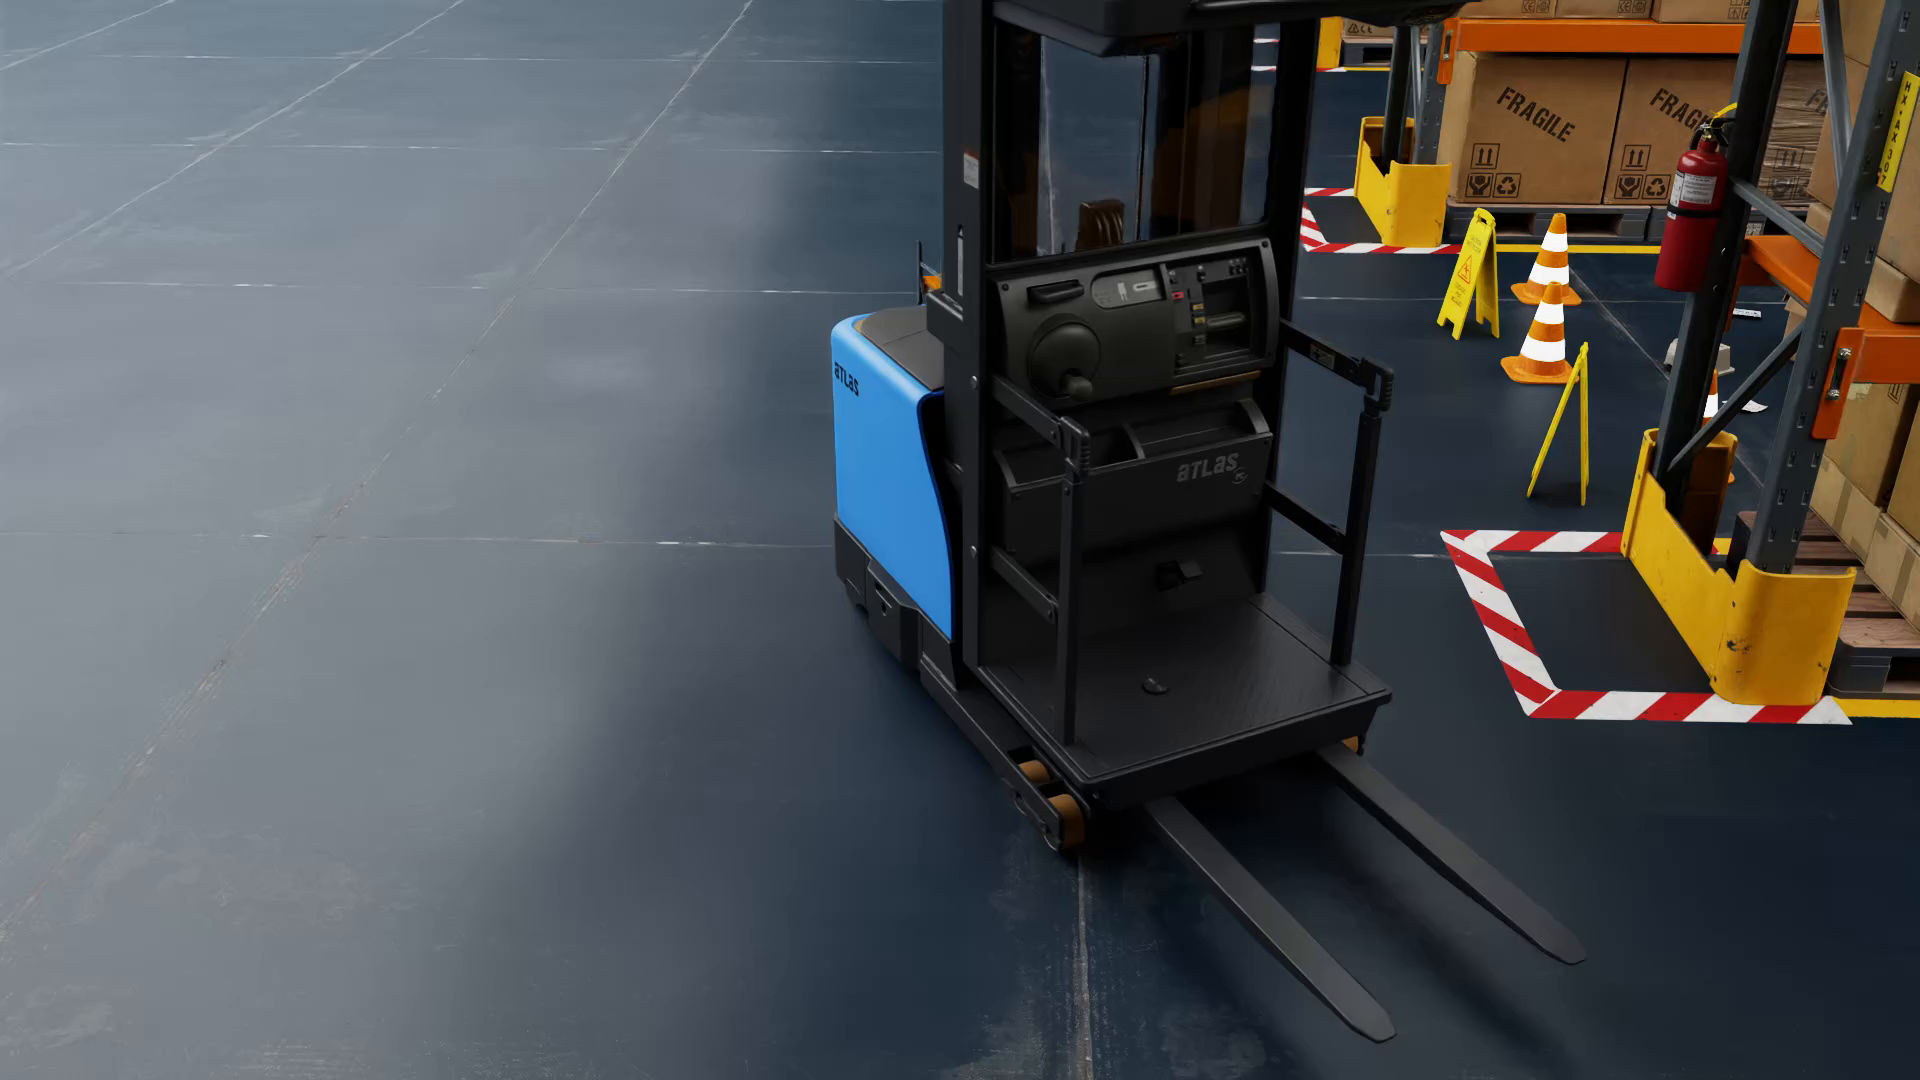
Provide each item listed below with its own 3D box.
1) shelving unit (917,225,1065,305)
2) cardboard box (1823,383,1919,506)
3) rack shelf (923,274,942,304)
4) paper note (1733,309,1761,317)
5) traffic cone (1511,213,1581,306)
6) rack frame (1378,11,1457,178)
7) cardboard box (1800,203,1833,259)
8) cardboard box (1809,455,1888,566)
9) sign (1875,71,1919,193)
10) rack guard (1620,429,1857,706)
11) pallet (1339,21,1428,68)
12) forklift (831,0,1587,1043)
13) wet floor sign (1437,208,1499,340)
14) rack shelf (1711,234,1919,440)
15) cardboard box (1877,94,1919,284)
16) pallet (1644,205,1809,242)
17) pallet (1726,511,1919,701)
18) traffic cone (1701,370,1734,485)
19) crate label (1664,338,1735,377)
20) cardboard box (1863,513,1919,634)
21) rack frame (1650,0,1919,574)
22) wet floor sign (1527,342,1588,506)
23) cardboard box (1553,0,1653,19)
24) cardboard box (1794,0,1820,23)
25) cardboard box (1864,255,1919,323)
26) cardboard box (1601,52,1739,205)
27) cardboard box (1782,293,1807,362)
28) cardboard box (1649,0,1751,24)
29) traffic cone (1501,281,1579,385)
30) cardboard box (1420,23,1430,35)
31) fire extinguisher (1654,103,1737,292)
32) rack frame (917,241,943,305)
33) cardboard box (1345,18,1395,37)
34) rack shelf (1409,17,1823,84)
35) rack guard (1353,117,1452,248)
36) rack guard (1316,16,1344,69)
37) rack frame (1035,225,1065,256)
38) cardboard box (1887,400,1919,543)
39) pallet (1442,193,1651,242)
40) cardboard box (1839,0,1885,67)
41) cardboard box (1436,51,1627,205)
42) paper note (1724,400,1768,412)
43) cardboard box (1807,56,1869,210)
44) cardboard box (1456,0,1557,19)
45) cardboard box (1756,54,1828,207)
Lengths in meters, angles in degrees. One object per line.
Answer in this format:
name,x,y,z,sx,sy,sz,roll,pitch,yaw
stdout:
shelving unit,0.115,-0.593,6.525,0.503,1.200,0.258,-13,30,-23
cardboard box,3.514,-0.451,6.022,0.500,0.500,0.500,1,28,2
rack shelf,0.115,-0.940,6.341,0.480,0.148,0.258,-13,30,-23
paper note,4.244,-1.226,8.970,0.142,0.017,0.144,11,30,19
traffic cone,3.259,-1.564,9.145,0.334,0.463,0.336,1,28,2
rack frame,2.778,-3.359,9.821,0.127,3.000,1.000,1,28,2
cardboard box,3.086,-1.023,5.683,0.250,0.149,0.380,2,28,4
cardboard box,3.546,-0.123,6.204,0.500,0.250,0.500,1,28,2
sign,2.686,-1.168,4.765,0.005,0.325,0.100,1,28,2
rack guard,2.781,0.066,6.030,0.348,0.500,1.175,1,28,2
pallet,3.941,-4.415,14.792,1.213,0.211,1.003,1,28,2
forklift,0.629,-0.608,4.705,1.130,2.935,3.031,-13,31,-23
wet floor sign,2.680,-1.392,8.625,0.232,0.644,0.267,-4,28,-7
rack shelf,4.703,-0.689,5.553,4.000,0.370,1.077,1,28,2
cardboard box,3.168,-1.078,5.094,0.500,0.500,0.500,1,28,1
pallet,4.796,-2.128,10.478,1.213,0.211,1.003,1,28,2
pallet,3.591,0.223,6.041,1.213,0.211,1.003,1,28,2
traffic cone,3.180,-0.516,7.167,0.334,0.463,0.336,1,28,2
crate label,3.667,-0.913,8.264,0.298,0.136,0.250,-14,31,-24
cardboard box,3.501,0.132,5.723,0.500,0.250,0.500,1,28,1
rack frame,2.705,-1.040,5.447,0.127,3.000,1.000,1,28,2
wet floor sign,2.553,-0.504,6.949,0.232,0.644,0.267,11,30,19
cardboard box,3.701,-3.441,9.816,0.550,0.550,0.875,1,28,2
cardboard box,4.788,-3.384,9.708,0.500,0.550,0.875,1,28,2
cardboard box,3.037,-0.826,5.313,0.250,0.149,0.380,1,28,2
cardboard box,4.338,-2.611,10.232,0.875,0.875,0.875,1,28,1
cardboard box,4.549,-1.093,8.212,0.637,0.503,0.797,-20,34,-33
cardboard box,4.256,-3.373,9.688,0.550,0.550,0.875,1,28,2
traffic cone,2.879,-1.041,8.158,0.334,0.463,0.336,1,28,2
cardboard box,4.276,-4.748,14.662,0.500,0.500,0.500,8,29,15
fire extinguisher,2.606,-1.223,5.876,0.183,0.674,0.296,1,28,2
rack frame,-0.104,-0.543,6.431,0.015,1.200,0.240,-13,30,-23
cardboard box,3.678,-4.741,14.650,0.500,0.500,0.500,6,29,11
rack shelf,4.777,-3.008,9.927,4.000,0.370,1.077,1,28,2
rack guard,2.754,-2.254,10.407,0.348,0.500,1.175,1,28,2
rack guard,3.130,-4.573,14.781,0.348,0.500,1.175,1,28,2
rack frame,0.335,-0.642,6.619,0.015,1.200,0.240,-13,30,-23
cardboard box,3.525,-0.199,5.548,0.500,0.500,0.500,0,28,0
pallet,3.580,-2.150,10.518,1.213,0.211,1.003,1,28,2
cardboard box,3.223,-1.751,5.297,0.500,0.500,0.700,0,28,1
cardboard box,3.458,-2.625,10.258,0.875,0.875,0.875,1,28,2
paper note,3.720,-0.644,7.871,0.142,0.019,0.148,-9,29,-16
cardboard box,3.257,-1.335,5.580,0.500,0.500,0.500,0,28,1
cardboard box,3.151,-3.440,9.814,0.550,0.550,0.875,1,28,2
cardboard box,5.249,-2.595,10.202,0.875,0.875,0.875,1,28,2
